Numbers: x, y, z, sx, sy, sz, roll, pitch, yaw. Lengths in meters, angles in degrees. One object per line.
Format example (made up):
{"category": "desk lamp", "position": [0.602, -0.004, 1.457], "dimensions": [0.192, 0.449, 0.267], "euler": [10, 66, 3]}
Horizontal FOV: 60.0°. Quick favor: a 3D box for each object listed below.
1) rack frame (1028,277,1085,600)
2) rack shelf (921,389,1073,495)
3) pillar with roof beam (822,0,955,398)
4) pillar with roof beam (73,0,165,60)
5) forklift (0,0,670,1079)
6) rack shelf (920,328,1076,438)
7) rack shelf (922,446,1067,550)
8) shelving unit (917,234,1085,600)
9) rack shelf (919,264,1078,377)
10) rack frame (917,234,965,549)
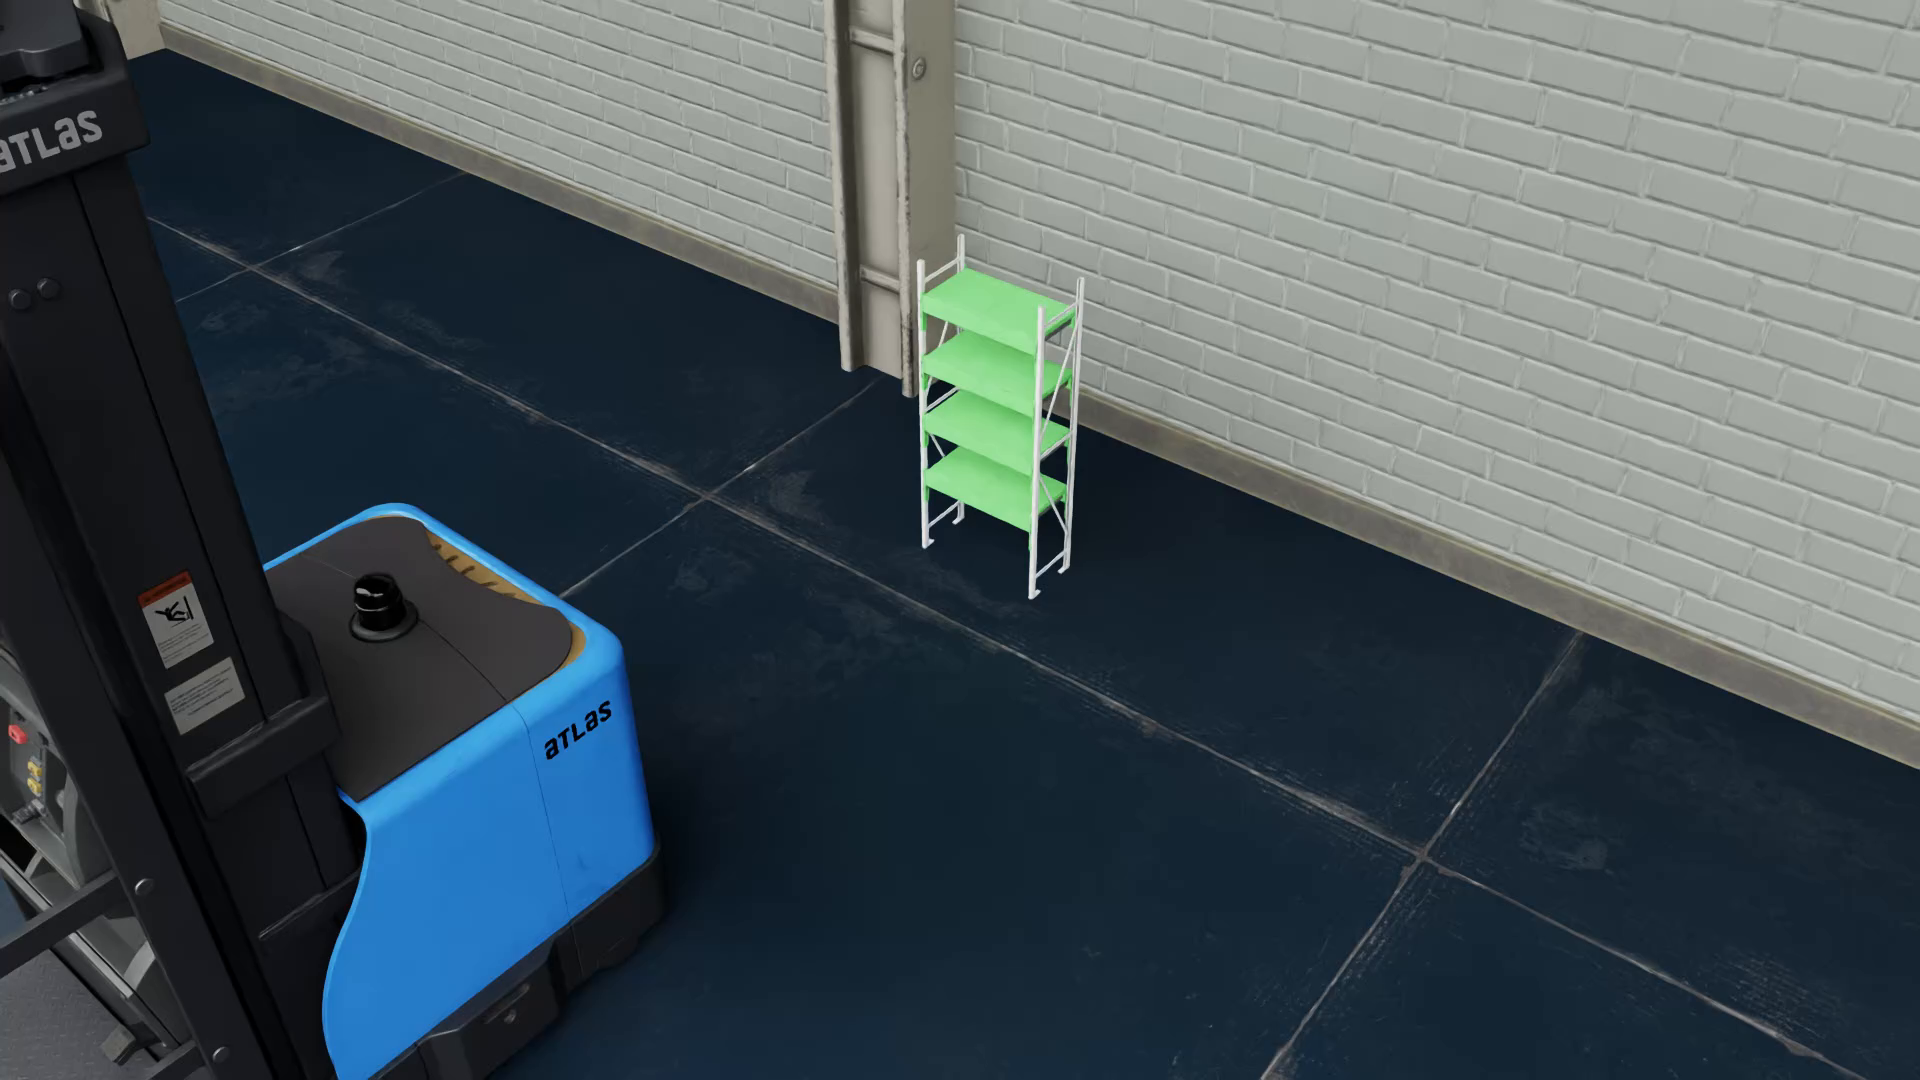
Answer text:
{"category": "rack frame", "position": [0.325, -0.319, 5.684], "dimensions": [0.015, 1.200, 0.240], "euler": [25, 45, 29]}
{"category": "rack shelf", "position": [0.131, -0.360, 5.840], "dimensions": [0.480, 0.148, 0.258], "euler": [25, 45, 29]}
{"category": "pillar with roof beam", "position": [-2.883, -2.181, 1.736], "dimensions": [0.400, 9.000, 9.100], "euler": [25, 45, 29]}
{"category": "pillar with roof beam", "position": [-7.648, -4.428, 4.606], "dimensions": [0.400, 9.000, 9.100], "euler": [25, 45, 29]}
{"category": "forklift", "position": [-2.167, 0.449, 3.299], "dimensions": [1.130, 2.935, 3.031], "euler": [27, 46, 30]}
{"category": "rack shelf", "position": [0.131, -0.549, 5.692], "dimensions": [0.480, 0.148, 0.258], "euler": [25, 45, 29]}
{"category": "rack shelf", "position": [0.131, -0.171, 5.988], "dimensions": [0.480, 0.148, 0.258], "euler": [25, 45, 29]}
{"category": "shelving unit", "position": [0.131, -0.410, 5.801], "dimensions": [0.503, 1.200, 0.258], "euler": [25, 45, 29]}
{"category": "rack shelf", "position": [0.131, -0.738, 5.544], "dimensions": [0.480, 0.148, 0.258], "euler": [25, 45, 29]}
{"category": "rack frame", "position": [-0.062, -0.502, 5.918], "dimensions": [0.015, 1.200, 0.240], "euler": [25, 45, 29]}
